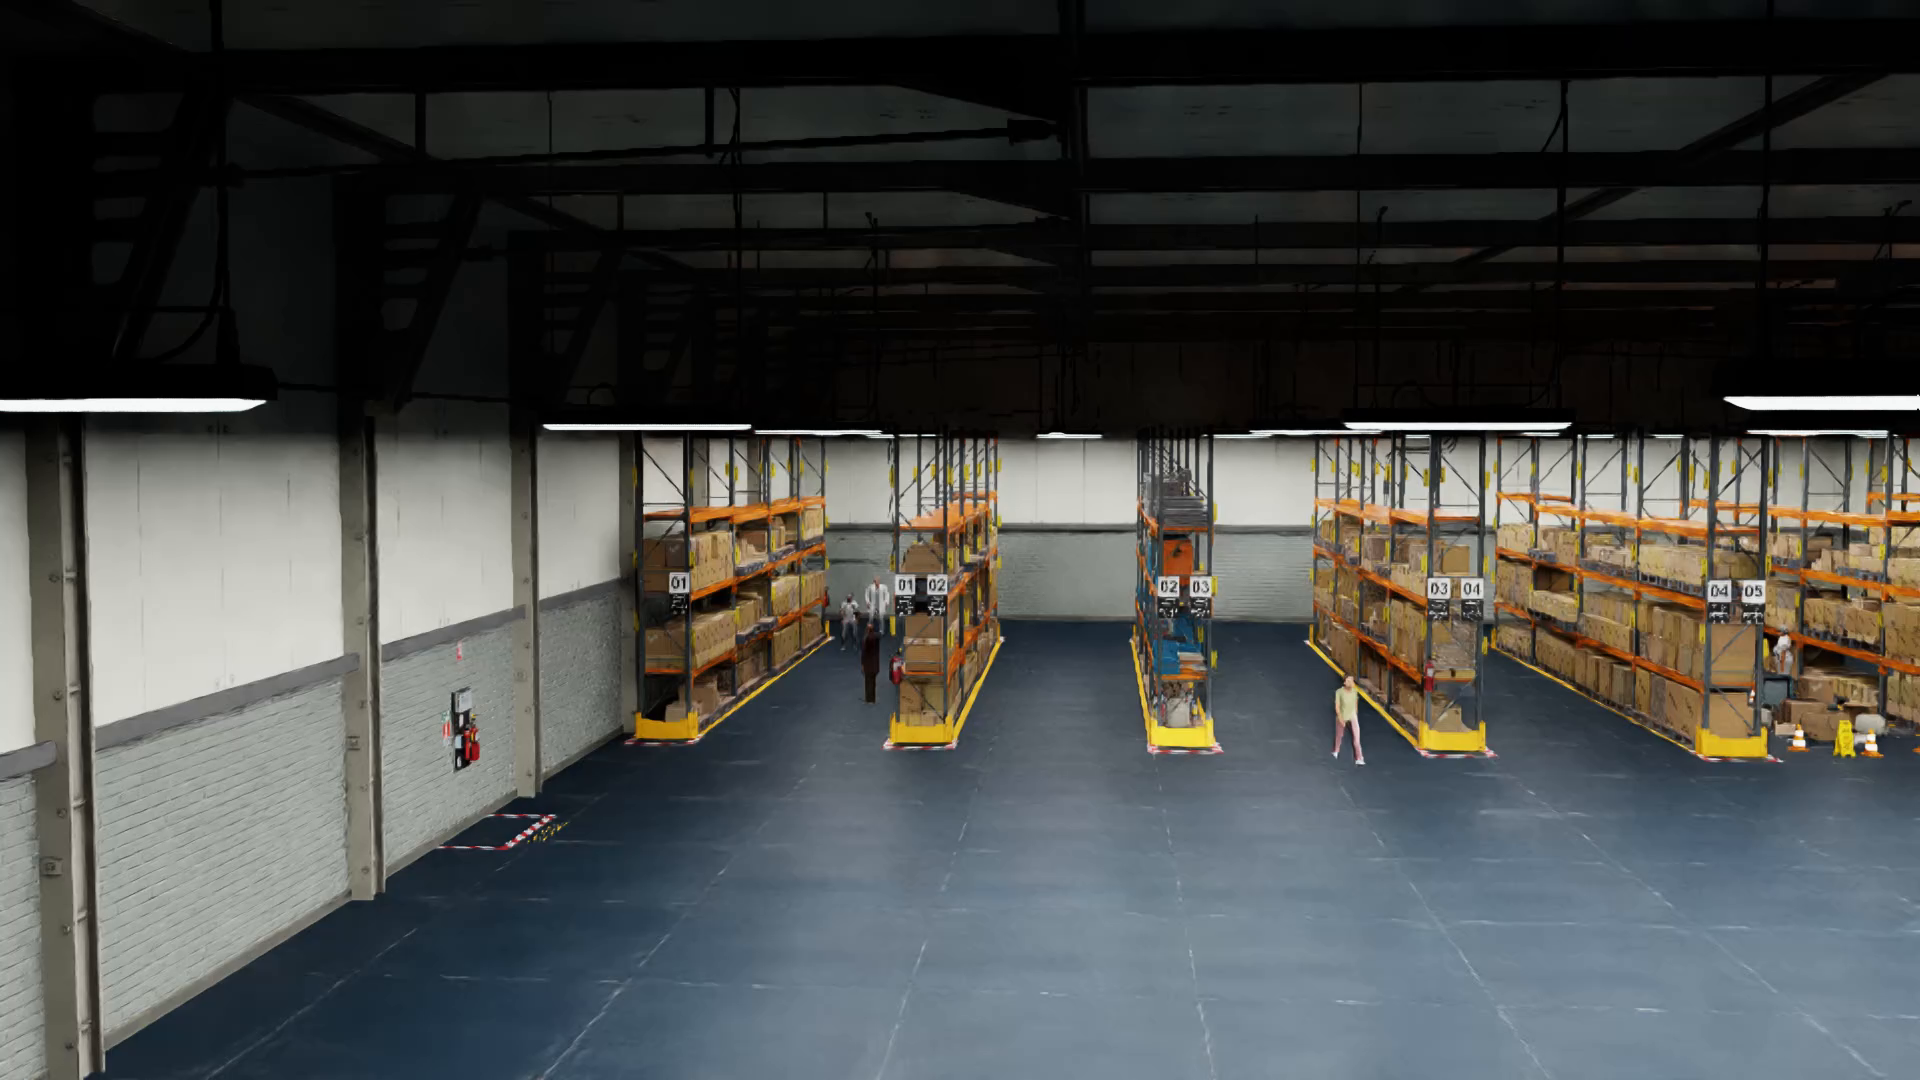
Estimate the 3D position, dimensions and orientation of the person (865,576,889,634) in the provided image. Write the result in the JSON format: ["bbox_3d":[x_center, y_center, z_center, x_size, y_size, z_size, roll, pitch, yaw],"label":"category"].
[{"bbox_3d":[-2.451,1.962,49.136,0.729,1.631,0.546,0,3,3],"label":"person"}]

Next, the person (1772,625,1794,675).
[{"bbox_3d":[17.975,2.697,36.391,0.477,1.667,0.523,2,4,33],"label":"person"}]

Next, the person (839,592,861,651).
[{"bbox_3d":[-2.989,2.206,45.115,0.592,1.629,0.526,0,3,2],"label":"person"}]

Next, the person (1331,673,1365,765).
[{"bbox_3d":[6.846,3.139,29.433,0.469,1.588,1.081,0,3,-4],"label":"person"}]

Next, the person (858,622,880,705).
[{"bbox_3d":[-1.989,2.700,35.950,0.553,1.694,0.631,2,4,34],"label":"person"}]
